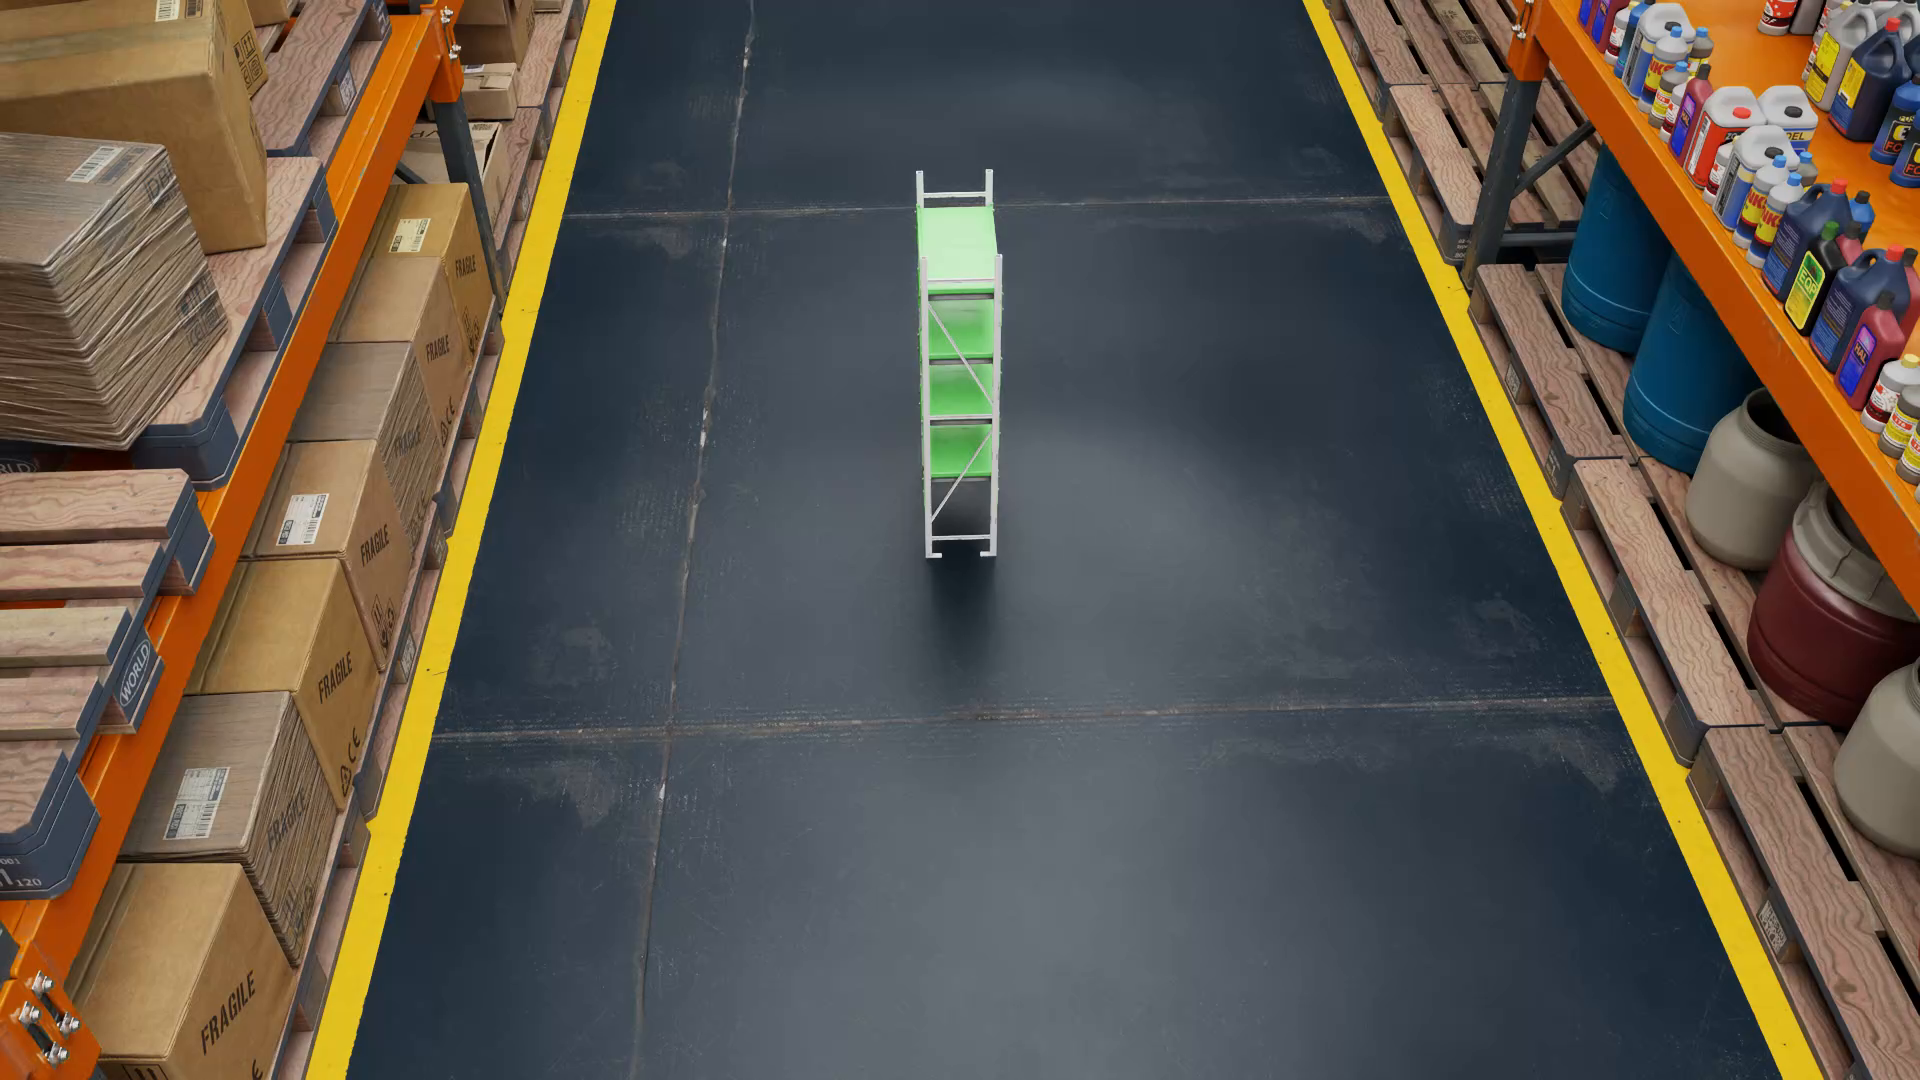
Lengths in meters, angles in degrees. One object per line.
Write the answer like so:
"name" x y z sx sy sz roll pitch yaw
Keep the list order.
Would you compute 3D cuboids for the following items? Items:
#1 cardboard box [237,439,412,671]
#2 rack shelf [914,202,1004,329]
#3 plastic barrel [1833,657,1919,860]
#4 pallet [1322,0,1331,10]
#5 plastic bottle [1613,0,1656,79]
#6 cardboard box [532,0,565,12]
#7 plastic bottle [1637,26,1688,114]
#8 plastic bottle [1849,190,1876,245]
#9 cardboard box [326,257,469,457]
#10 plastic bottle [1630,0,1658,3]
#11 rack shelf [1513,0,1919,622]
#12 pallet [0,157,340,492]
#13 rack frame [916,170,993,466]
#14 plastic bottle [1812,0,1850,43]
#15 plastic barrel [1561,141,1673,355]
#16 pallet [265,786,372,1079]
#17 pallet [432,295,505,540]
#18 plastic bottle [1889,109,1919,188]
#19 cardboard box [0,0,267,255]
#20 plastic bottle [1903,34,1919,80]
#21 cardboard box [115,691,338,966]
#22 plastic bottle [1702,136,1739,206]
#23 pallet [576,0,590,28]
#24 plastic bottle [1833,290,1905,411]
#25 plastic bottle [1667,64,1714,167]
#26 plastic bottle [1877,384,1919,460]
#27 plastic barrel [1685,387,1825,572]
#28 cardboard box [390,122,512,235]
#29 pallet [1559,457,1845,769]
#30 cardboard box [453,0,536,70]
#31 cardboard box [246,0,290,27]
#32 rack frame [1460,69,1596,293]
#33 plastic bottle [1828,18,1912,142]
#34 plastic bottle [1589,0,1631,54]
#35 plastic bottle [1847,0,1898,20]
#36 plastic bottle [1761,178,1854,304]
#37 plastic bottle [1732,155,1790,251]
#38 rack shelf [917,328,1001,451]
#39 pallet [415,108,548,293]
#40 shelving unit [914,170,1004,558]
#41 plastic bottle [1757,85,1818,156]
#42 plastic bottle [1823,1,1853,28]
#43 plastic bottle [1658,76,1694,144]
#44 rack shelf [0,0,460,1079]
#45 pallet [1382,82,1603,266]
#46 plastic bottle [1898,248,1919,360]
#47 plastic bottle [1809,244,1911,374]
"cardboard box" -1.992 0.057 4.992 0.500 0.500 0.500 -3 43 -3
"rack shelf" -0.007 -0.861 5.185 0.258 0.148 0.480 -2 43 -2
"plastic barrel" 2.611 0.572 4.437 0.421 0.512 0.421 0 43 0
"pallet" 2.418 -3.297 9.191 1.003 0.211 1.213 -2 43 -2
"plastic bottle" 2.214 -1.642 5.417 0.097 0.271 0.097 0 43 0
"cardboard box" -2.247 -2.890 8.392 0.500 0.250 0.500 -2 43 -2
"plastic bottle" 2.224 -1.486 5.246 0.097 0.271 0.097 0 43 0
"plastic bottle" 2.410 -0.824 4.524 0.097 0.271 0.097 0 43 0
"cardboard box" -2.037 -0.625 5.736 0.500 0.500 0.500 -2 43 -2
"plastic bottle" 2.285 -1.890 5.629 0.144 0.351 0.185 -2 43 -2
"rack shelf" 2.677 -0.567 4.681 1.077 0.370 4.000 -2 43 -2
"pallet" -2.274 -0.585 4.310 1.003 0.211 1.213 -2 43 -2
"rack frame" -0.017 -0.719 5.646 0.240 1.200 0.015 -2 43 -2
"plastic bottle" 2.964 -1.775 5.614 0.097 0.201 0.097 0 43 0
"plastic barrel" 2.598 -1.196 6.077 0.600 0.901 0.708 -2 43 -2
"pallet" -2.181 1.180 4.306 1.003 0.211 1.213 -2 43 -2
"pallet" -2.285 -0.467 6.103 1.003 0.211 1.213 -2 43 -2
"plastic bottle" 2.851 -1.184 4.918 0.097 0.271 0.097 0 43 0
"cardboard box" -2.220 -1.044 4.284 0.700 0.500 0.500 -12 44 -13
"plastic bottle" 2.966 -1.429 5.125 0.144 0.351 0.185 -2 43 -2
"cardboard box" -1.949 0.748 4.239 0.500 0.500 0.500 -3 43 -3
"plastic bottle" 2.248 -1.082 4.857 0.097 0.201 0.097 0 43 0
"pallet" -2.489 -3.126 9.004 1.003 0.211 1.213 -2 43 -2
"plastic bottle" 2.270 -0.472 4.131 0.061 0.283 0.133 -2 43 -2
"plastic bottle" 2.219 -1.280 5.013 0.061 0.283 0.133 -2 43 -2
"plastic bottle" 2.297 -0.299 4.003 0.097 0.201 0.097 0 43 0
"plastic barrel" 2.563 -0.191 5.269 0.421 0.512 0.421 0 43 0
"cardboard box" -2.159 -1.504 6.835 0.500 0.311 0.500 -2 43 -2
"pallet" 2.638 0.193 5.383 1.003 0.211 1.213 -2 43 -2
"cardboard box" -2.442 -2.553 7.838 0.797 0.503 0.637 -2 43 -2
"cardboard box" -2.560 -1.909 5.228 0.700 0.500 0.500 -15 45 -16
"rack frame" 2.592 -2.183 5.911 1.000 3.000 0.127 -2 43 -2
"plastic bottle" 2.822 -1.425 5.121 0.144 0.351 0.185 -2 43 -2
"plastic bottle" 2.187 -1.790 5.569 0.061 0.283 0.133 -2 43 -2
"plastic bottle" 2.947 -1.634 5.404 0.152 0.276 0.135 -2 43 -2
"plastic bottle" 2.291 -0.820 4.461 0.144 0.351 0.185 -2 43 -2
"plastic bottle" 2.258 -0.951 4.663 0.097 0.271 0.097 0 43 0
"rack shelf" -0.007 -0.507 5.510 0.258 0.148 0.480 -2 43 -2
"pallet" -2.385 -1.479 7.207 1.003 0.211 1.213 -2 43 -2
"shelving unit" -0.007 -0.554 5.466 0.258 1.200 0.503 -2 43 -2
"plastic bottle" 2.422 -1.193 4.923 0.152 0.276 0.135 -2 43 -2
"plastic bottle" 2.909 -1.683 5.514 0.097 0.201 0.097 0 43 0
"plastic bottle" 2.232 -1.329 5.127 0.097 0.201 0.097 0 43 0
"rack shelf" -2.272 -0.428 4.529 1.077 0.370 4.000 -2 43 -2
"pallet" 2.522 -1.650 7.394 1.003 0.211 1.213 -2 43 -2
"plastic bottle" 2.406 -0.601 4.272 0.061 0.283 0.133 -2 43 -2
"plastic bottle" 2.305 -0.605 4.227 0.144 0.351 0.185 -2 43 -2
